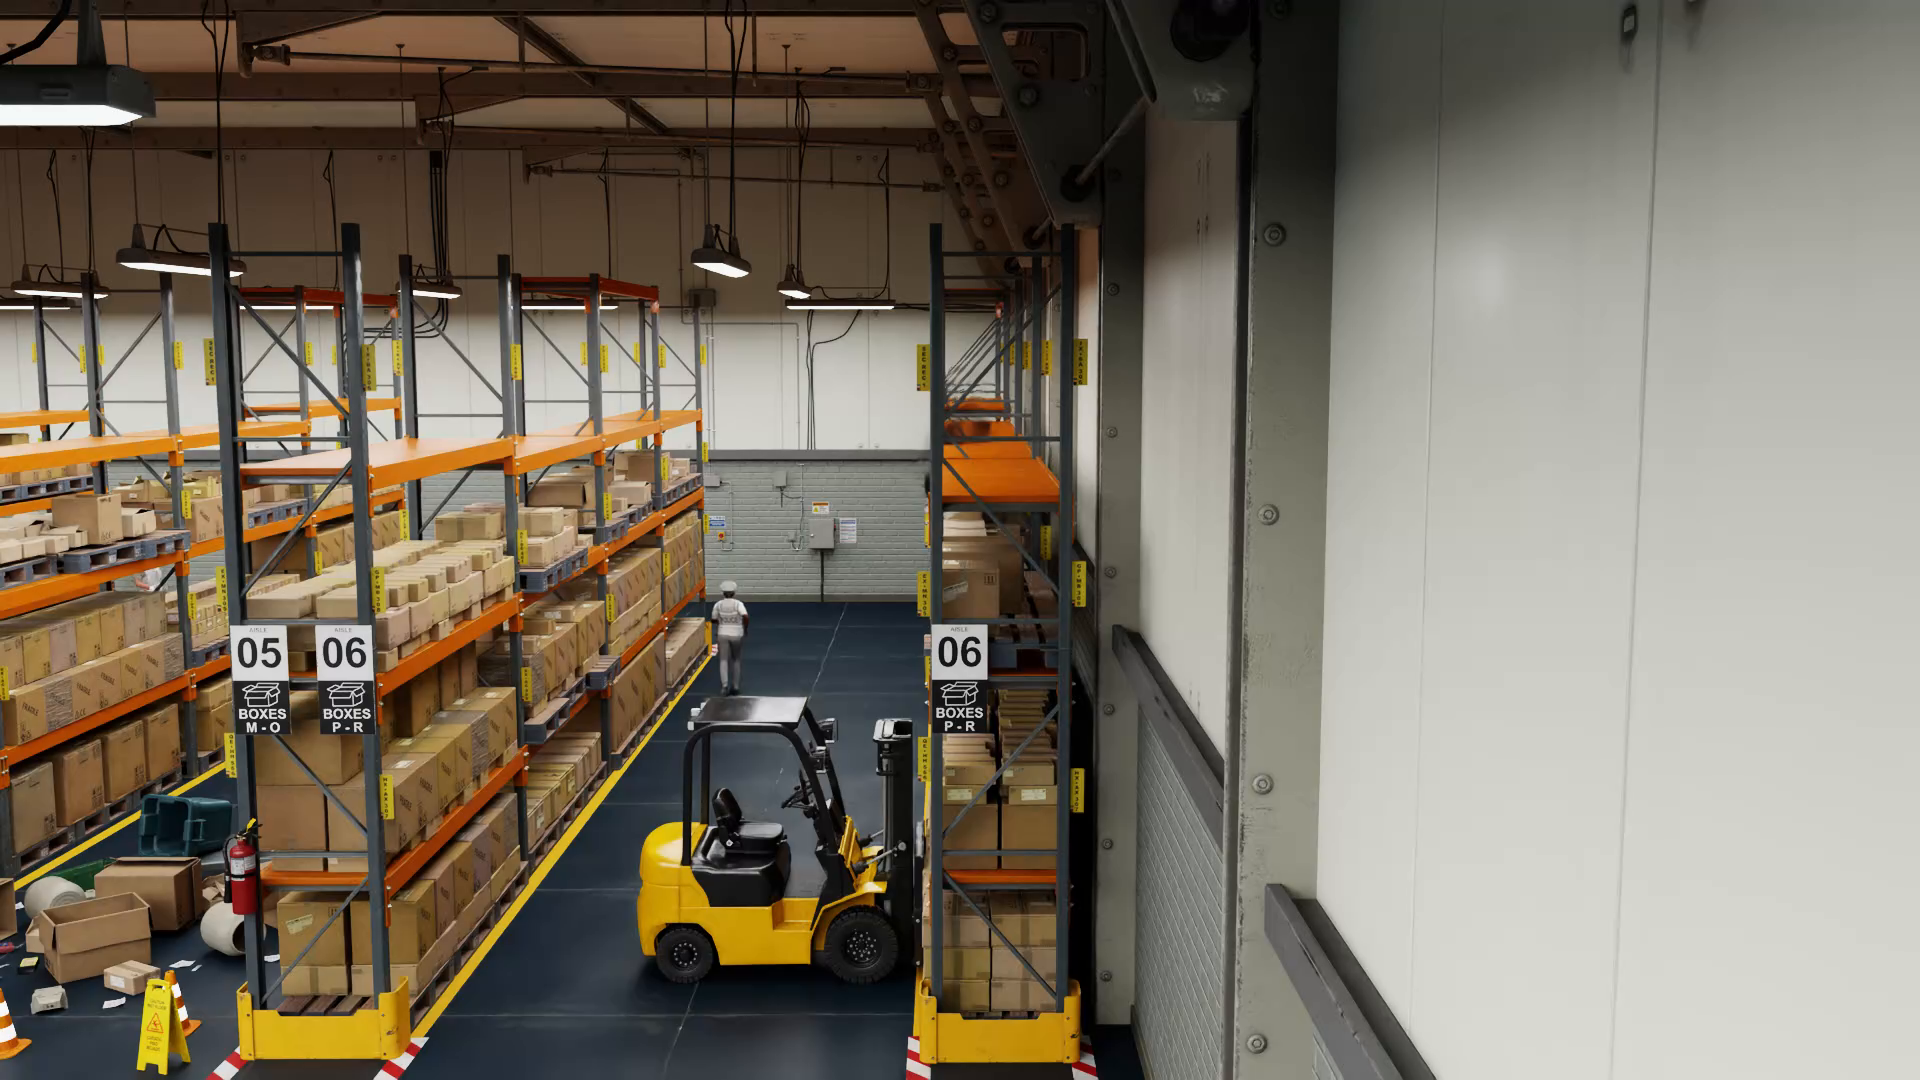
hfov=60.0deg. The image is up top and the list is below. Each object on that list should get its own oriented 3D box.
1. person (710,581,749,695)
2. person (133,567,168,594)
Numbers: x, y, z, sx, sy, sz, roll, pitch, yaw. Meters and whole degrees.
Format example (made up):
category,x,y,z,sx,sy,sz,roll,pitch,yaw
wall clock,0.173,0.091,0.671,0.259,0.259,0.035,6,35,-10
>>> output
category,x,y,z,sx,sy,sz,roll,pitch,yaw
person,-3.392,1.445,24.532,0.572,1.693,0.916,-1,7,-7
person,-14.000,0.925,28.907,0.551,1.729,0.683,3,7,26
